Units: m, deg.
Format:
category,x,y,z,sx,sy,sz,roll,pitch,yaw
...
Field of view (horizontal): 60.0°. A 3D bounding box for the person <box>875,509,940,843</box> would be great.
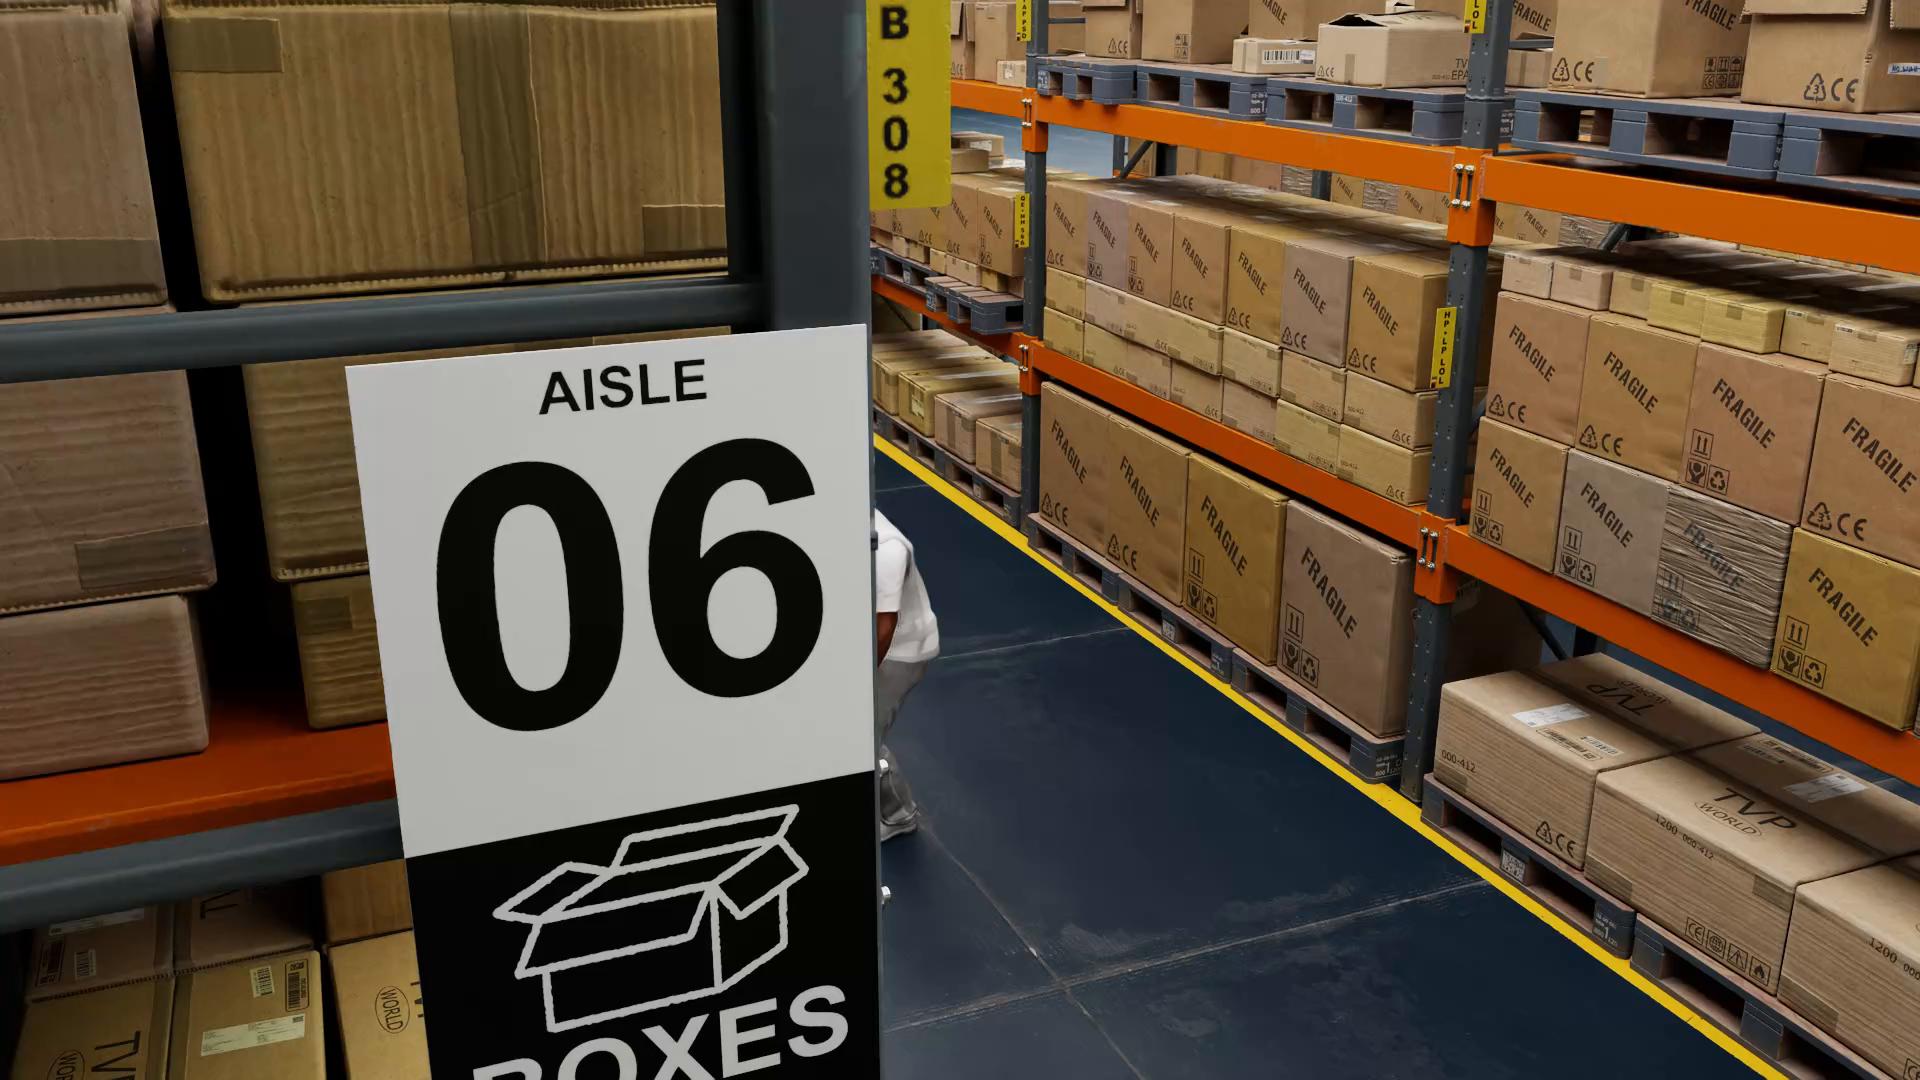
category,x,y,z,sx,sy,sz,roll,pitch,yaw
person,-0.386,0.469,6.885,0.599,1.613,0.616,-8,20,-21
